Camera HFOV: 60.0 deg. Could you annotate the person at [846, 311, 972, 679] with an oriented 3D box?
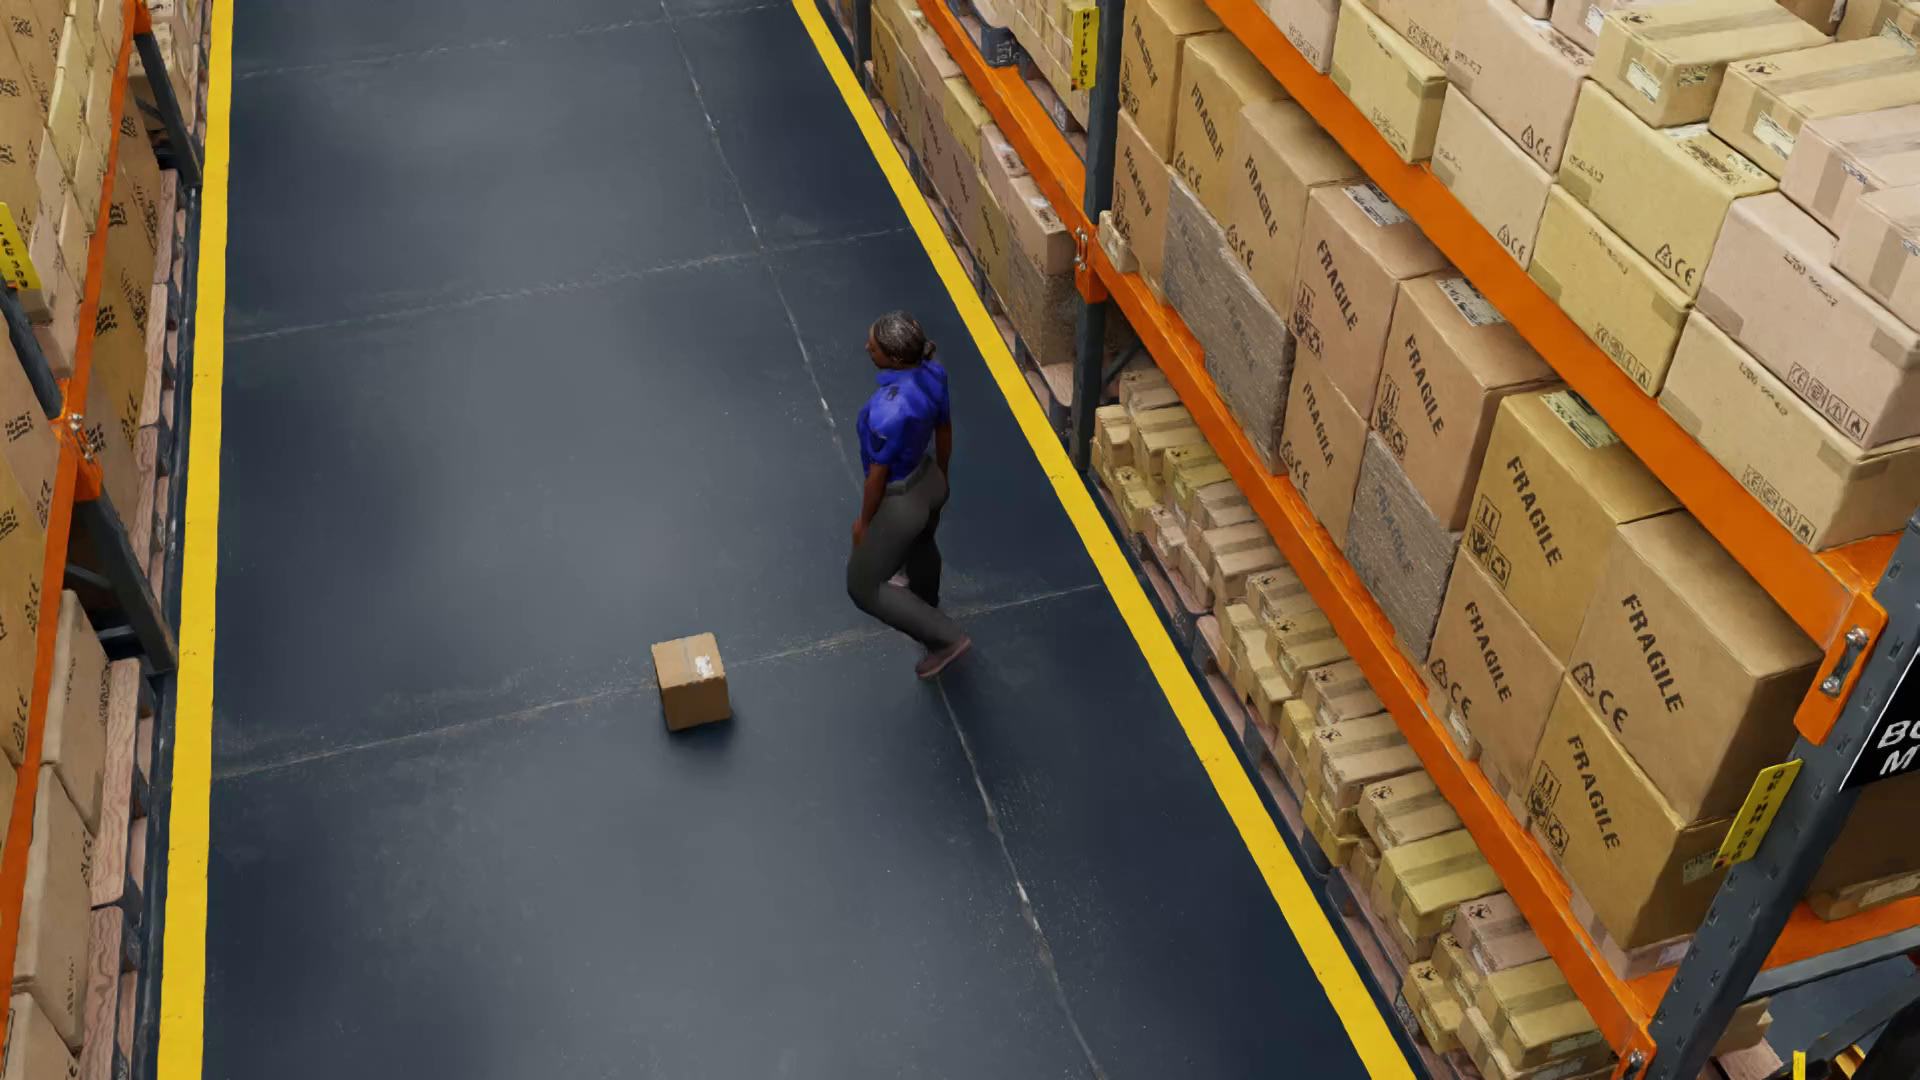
[{"bbox_3d":[-0.159,-0.176,6.332,0.567,1.652,0.609,17,45,17],"label":"person"}]
